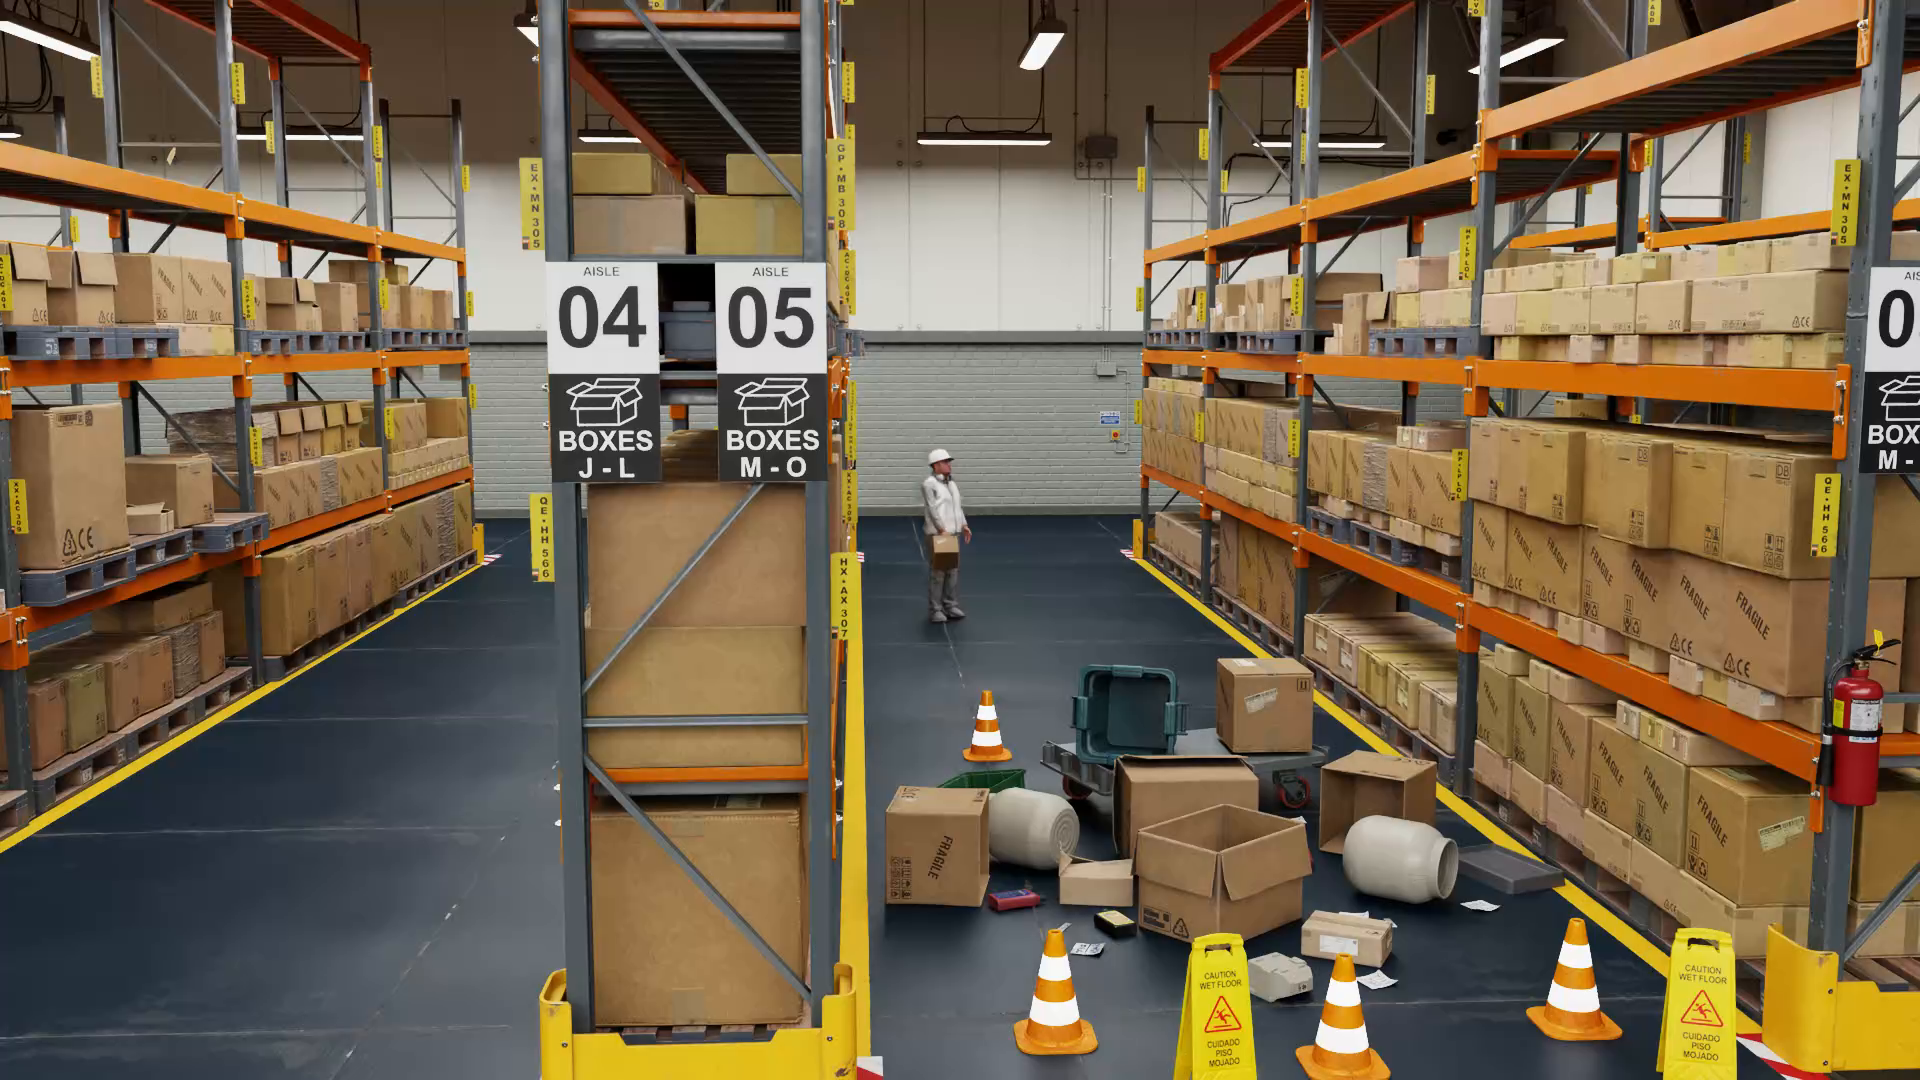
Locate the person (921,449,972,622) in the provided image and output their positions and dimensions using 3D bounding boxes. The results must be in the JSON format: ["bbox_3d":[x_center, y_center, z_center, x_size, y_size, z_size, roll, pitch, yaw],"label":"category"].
[{"bbox_3d":[-0.159,-0.057,17.516,0.474,1.777,0.578,5,8,35],"label":"person"}]
